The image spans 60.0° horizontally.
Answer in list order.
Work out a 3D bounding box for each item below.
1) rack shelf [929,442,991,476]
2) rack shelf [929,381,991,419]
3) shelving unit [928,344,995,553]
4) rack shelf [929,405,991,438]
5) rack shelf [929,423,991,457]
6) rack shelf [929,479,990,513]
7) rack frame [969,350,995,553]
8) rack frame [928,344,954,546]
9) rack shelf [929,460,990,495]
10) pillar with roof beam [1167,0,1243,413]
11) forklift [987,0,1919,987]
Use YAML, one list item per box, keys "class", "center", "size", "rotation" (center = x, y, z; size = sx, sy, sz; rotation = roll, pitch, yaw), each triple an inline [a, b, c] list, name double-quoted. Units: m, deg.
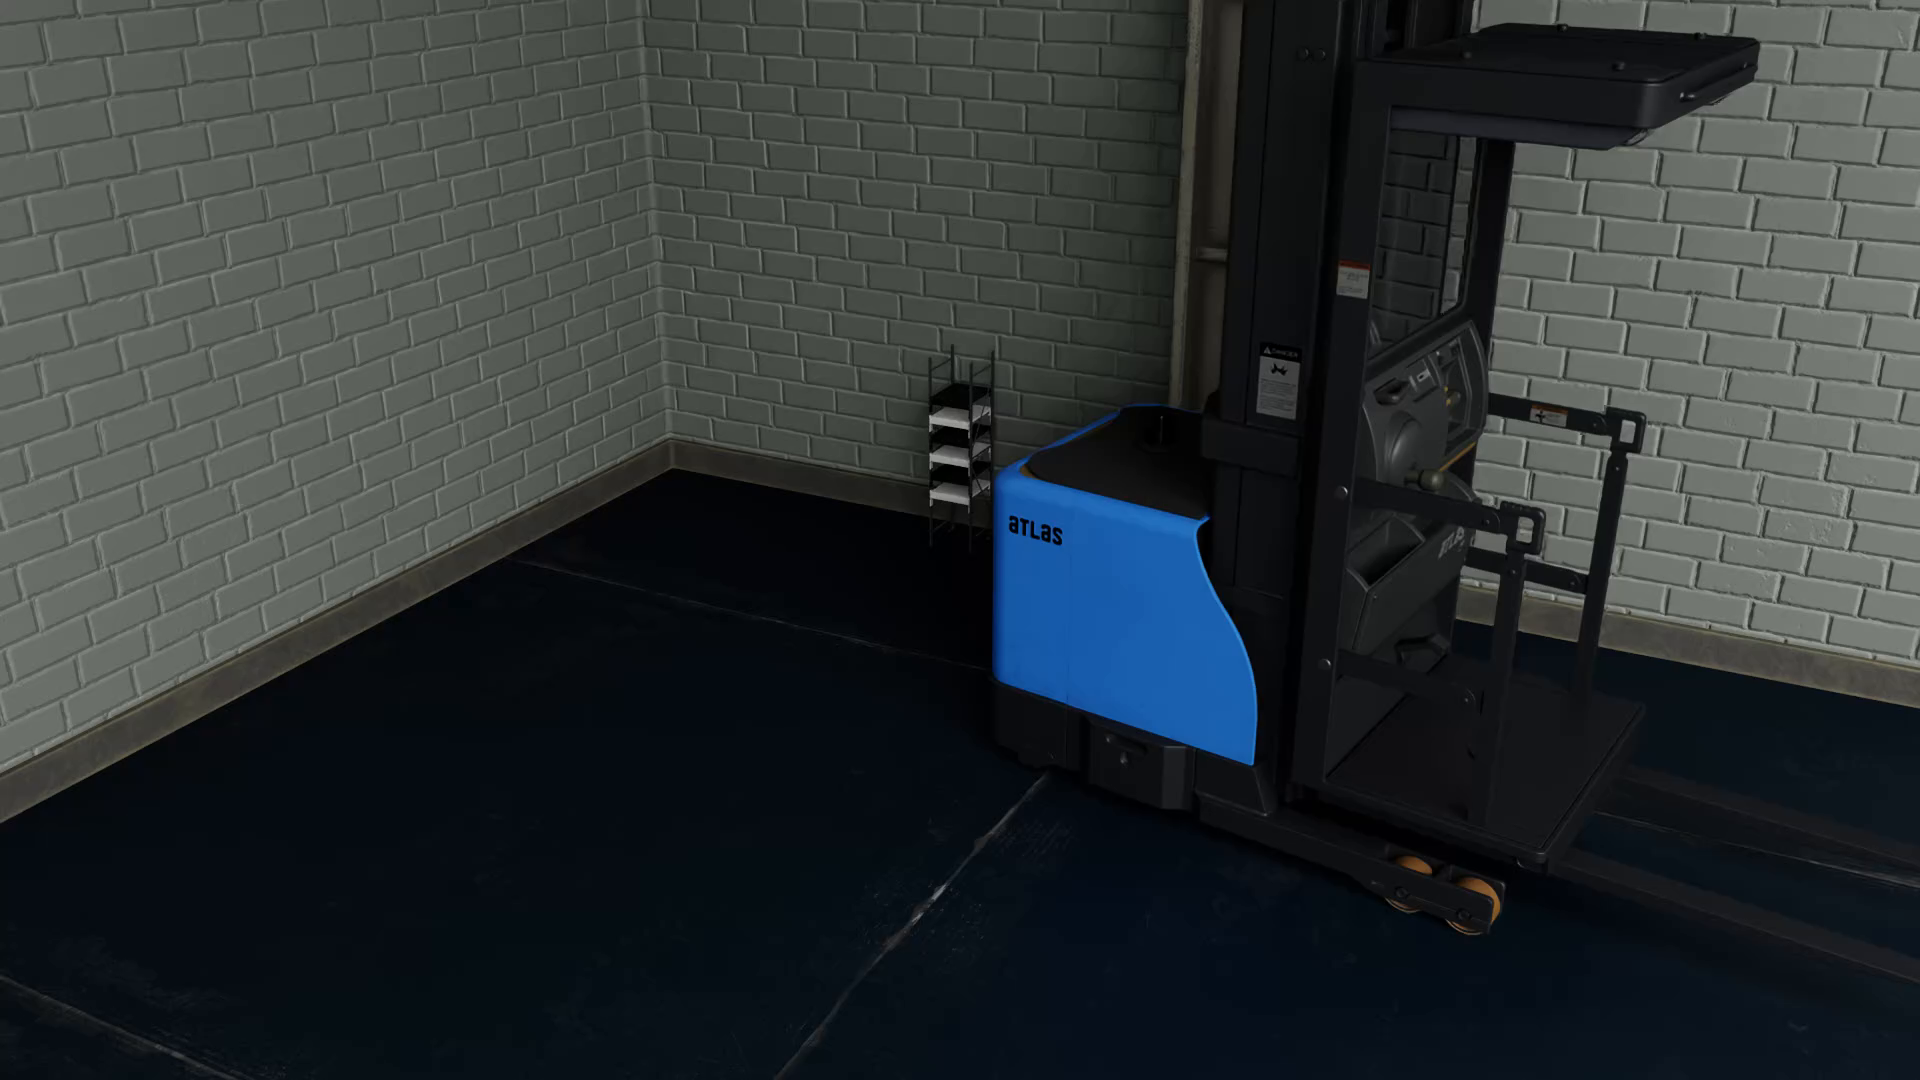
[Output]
- class: "rack shelf"
  center: [0.007, -0.382, 7.584]
  size: [0.200, 0.077, 0.258]
  rotation: [11, 25, 25]
- class: "rack shelf"
  center: [0.007, -0.630, 7.478]
  size: [0.200, 0.077, 0.258]
  rotation: [11, 25, 25]
- class: "shelving unit"
  center: [0.007, -0.413, 7.571]
  size: [0.210, 0.900, 0.258]
  rotation: [11, 25, 25]
- class: "rack shelf"
  center: [0.007, -0.548, 7.513]
  size: [0.200, 0.077, 0.258]
  rotation: [11, 25, 25]
- class: "rack shelf"
  center: [0.007, -0.465, 7.548]
  size: [0.200, 0.077, 0.258]
  rotation: [11, 25, 25]
- class: "rack shelf"
  center: [0.007, -0.216, 7.654]
  size: [0.200, 0.077, 0.258]
  rotation: [11, 25, 25]
- class: "rack frame"
  center: [0.098, -0.395, 7.528]
  size: [0.006, 0.900, 0.240]
  rotation: [11, 25, 25]
- class: "rack frame"
  center: [-0.083, -0.431, 7.613]
  size: [0.006, 0.900, 0.240]
  rotation: [11, 25, 25]
- class: "rack shelf"
  center: [0.007, -0.299, 7.619]
  size: [0.200, 0.077, 0.258]
  rotation: [11, 25, 25]
- class: "pillar with roof beam"
  center: [-0.834, -2.447, 2.004]
  size: [0.400, 9.000, 9.100]
  rotation: [11, 25, 25]
- class: "forklift"
  center: [1.591, -0.405, 4.956]
  size: [3.031, 2.935, 1.130]
  rotation: [16, 28, 32]
